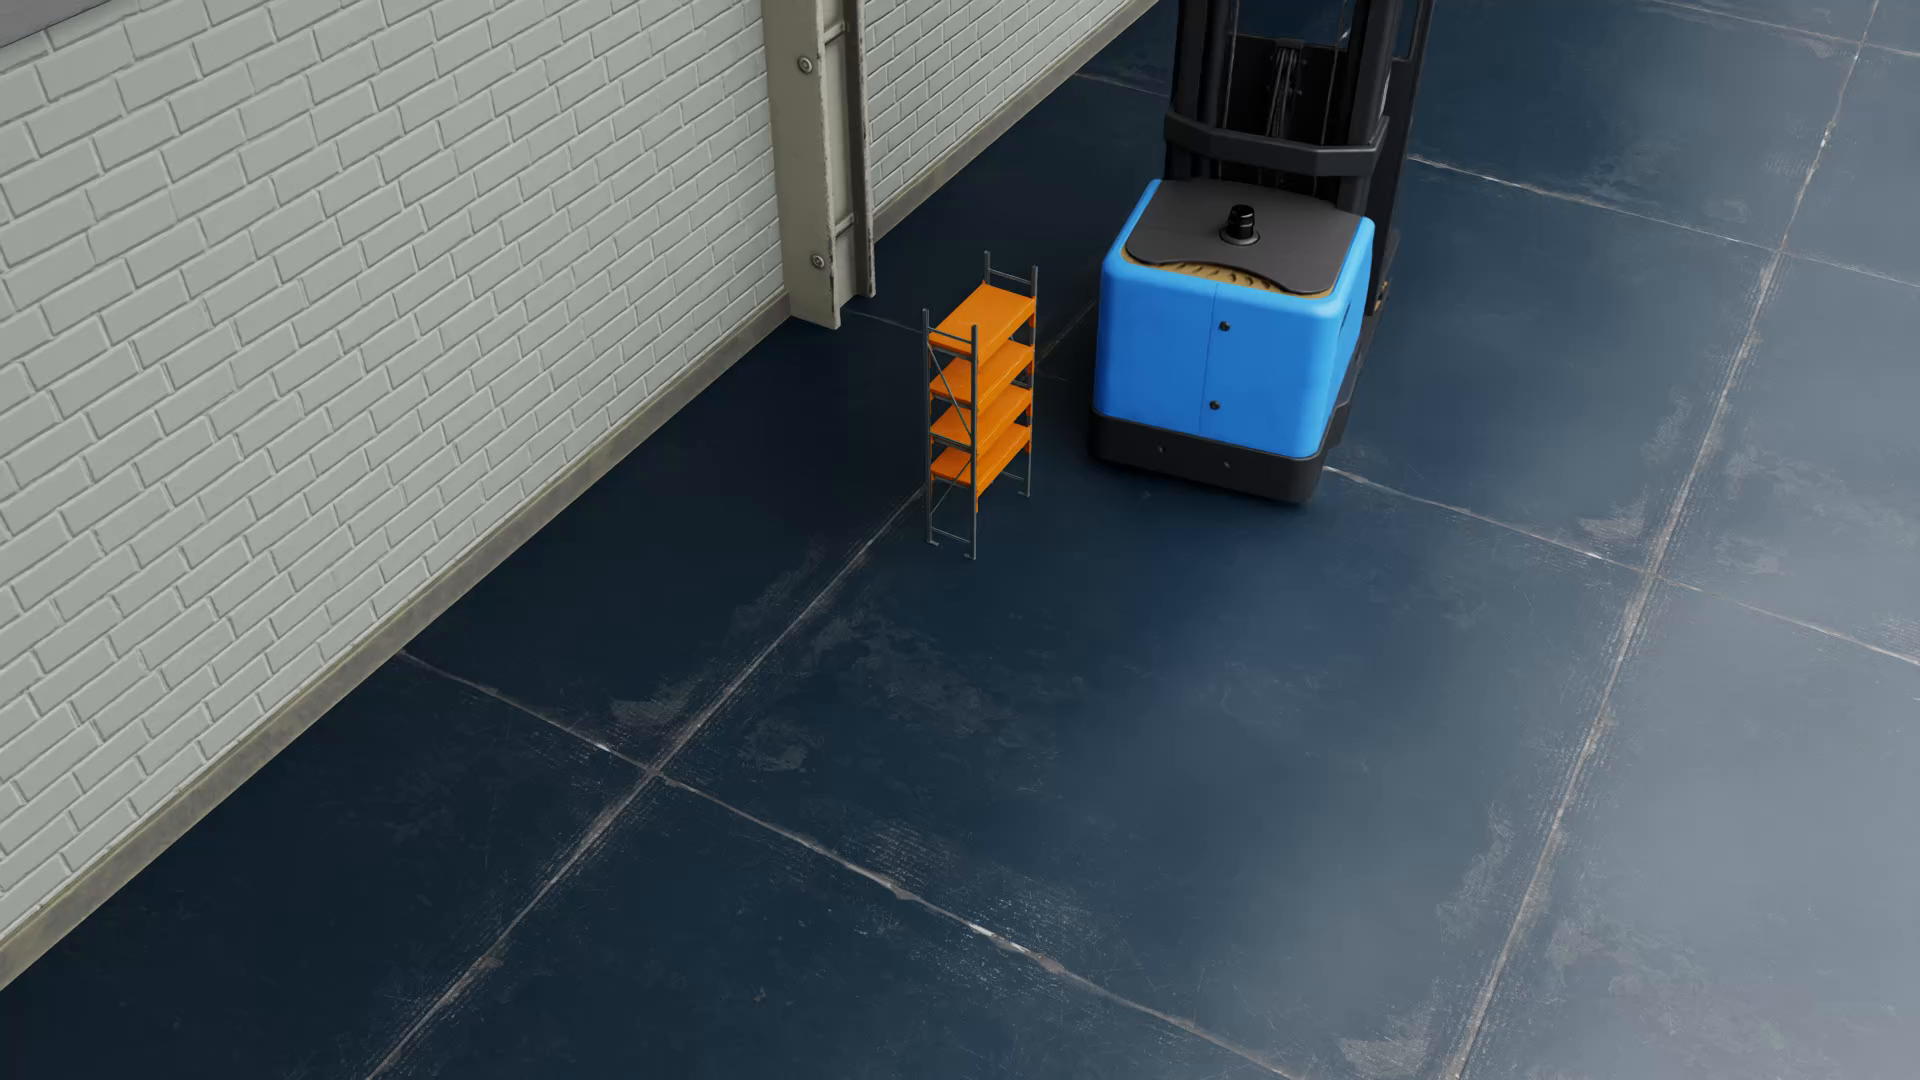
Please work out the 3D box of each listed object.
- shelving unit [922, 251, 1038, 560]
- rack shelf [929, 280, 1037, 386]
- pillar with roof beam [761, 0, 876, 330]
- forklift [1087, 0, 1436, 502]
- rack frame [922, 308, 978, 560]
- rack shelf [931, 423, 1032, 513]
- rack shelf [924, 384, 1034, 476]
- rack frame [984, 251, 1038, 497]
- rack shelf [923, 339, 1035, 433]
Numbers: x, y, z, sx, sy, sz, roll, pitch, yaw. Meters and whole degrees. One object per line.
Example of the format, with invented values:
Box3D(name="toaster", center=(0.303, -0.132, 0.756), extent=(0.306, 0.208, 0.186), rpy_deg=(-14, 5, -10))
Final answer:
Box3D(name="shelving unit", center=(0.083, -0.545, 6.961), extent=(0.258, 1.200, 0.503), rpy_deg=(21, 45, 22))
Box3D(name="rack shelf", center=(0.083, -0.840, 6.701), extent=(0.258, 0.148, 0.480), rpy_deg=(21, 45, 22))
Box3D(name="pillar with roof beam", center=(3.057, -3.187, 4.060), extent=(9.100, 9.000, 0.400), rpy_deg=(21, 45, 22))
Box3D(name="forklift", center=(1.584, -2.248, 7.585), extent=(1.130, 2.935, 3.031), rpy_deg=(14, 43, 16))
Box3D(name="rack frame", center=(-0.039, -0.405, 6.802), extent=(0.240, 1.200, 0.015), rpy_deg=(21, 45, 22))
Box3D(name="rack shelf", center=(0.083, -0.345, 7.137), extent=(0.258, 0.148, 0.480), rpy_deg=(21, 45, 22))
Box3D(name="rack shelf", center=(0.083, -0.495, 7.005), extent=(0.258, 0.148, 0.480), rpy_deg=(21, 45, 22))
Box3D(name="rack frame", center=(0.205, -0.685, 7.120), extent=(0.240, 1.200, 0.015), rpy_deg=(21, 45, 22))
Box3D(name="rack shelf", center=(0.083, -0.662, 6.858), extent=(0.258, 0.148, 0.480), rpy_deg=(21, 45, 22))
